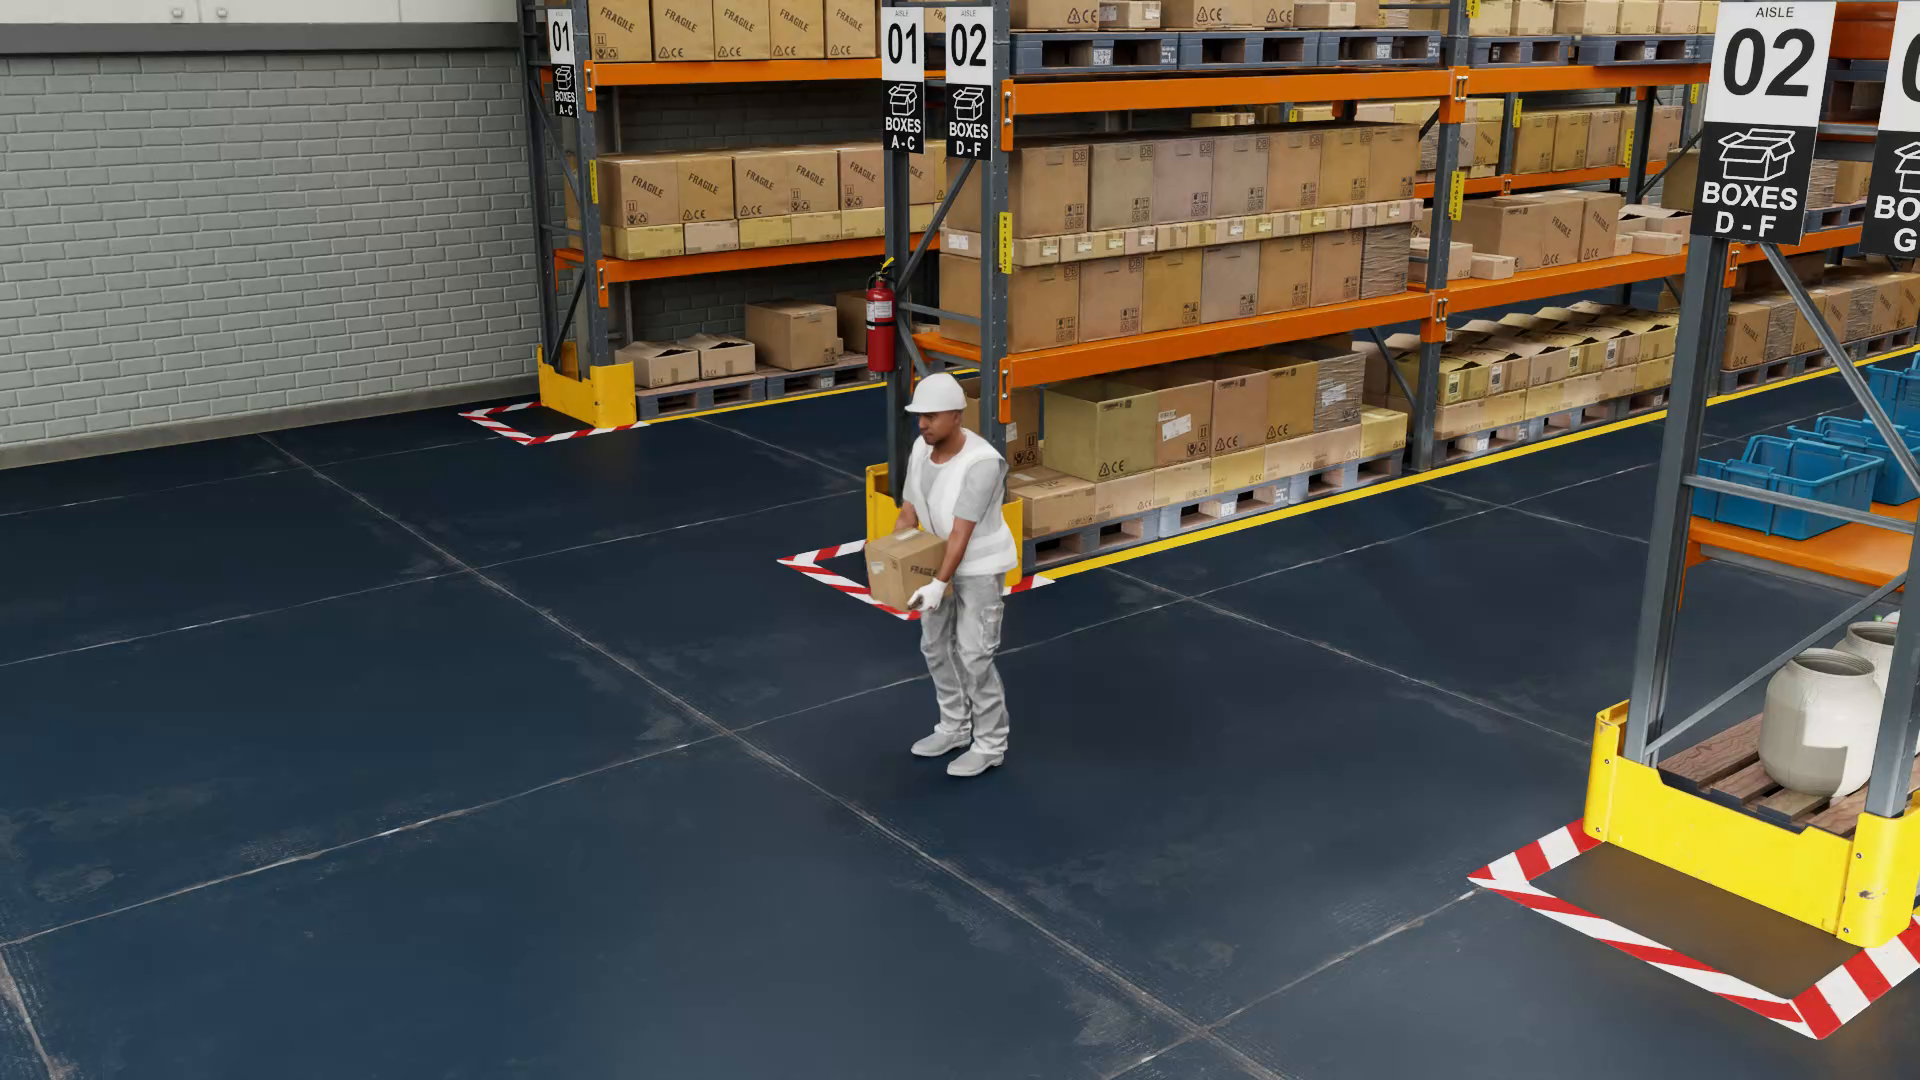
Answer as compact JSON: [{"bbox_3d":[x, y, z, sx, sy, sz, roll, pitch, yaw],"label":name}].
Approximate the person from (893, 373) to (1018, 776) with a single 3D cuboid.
[{"bbox_3d":[-0.049,0.150,7.082,0.603,1.758,0.490,-13,22,-36],"label":"person"}]
